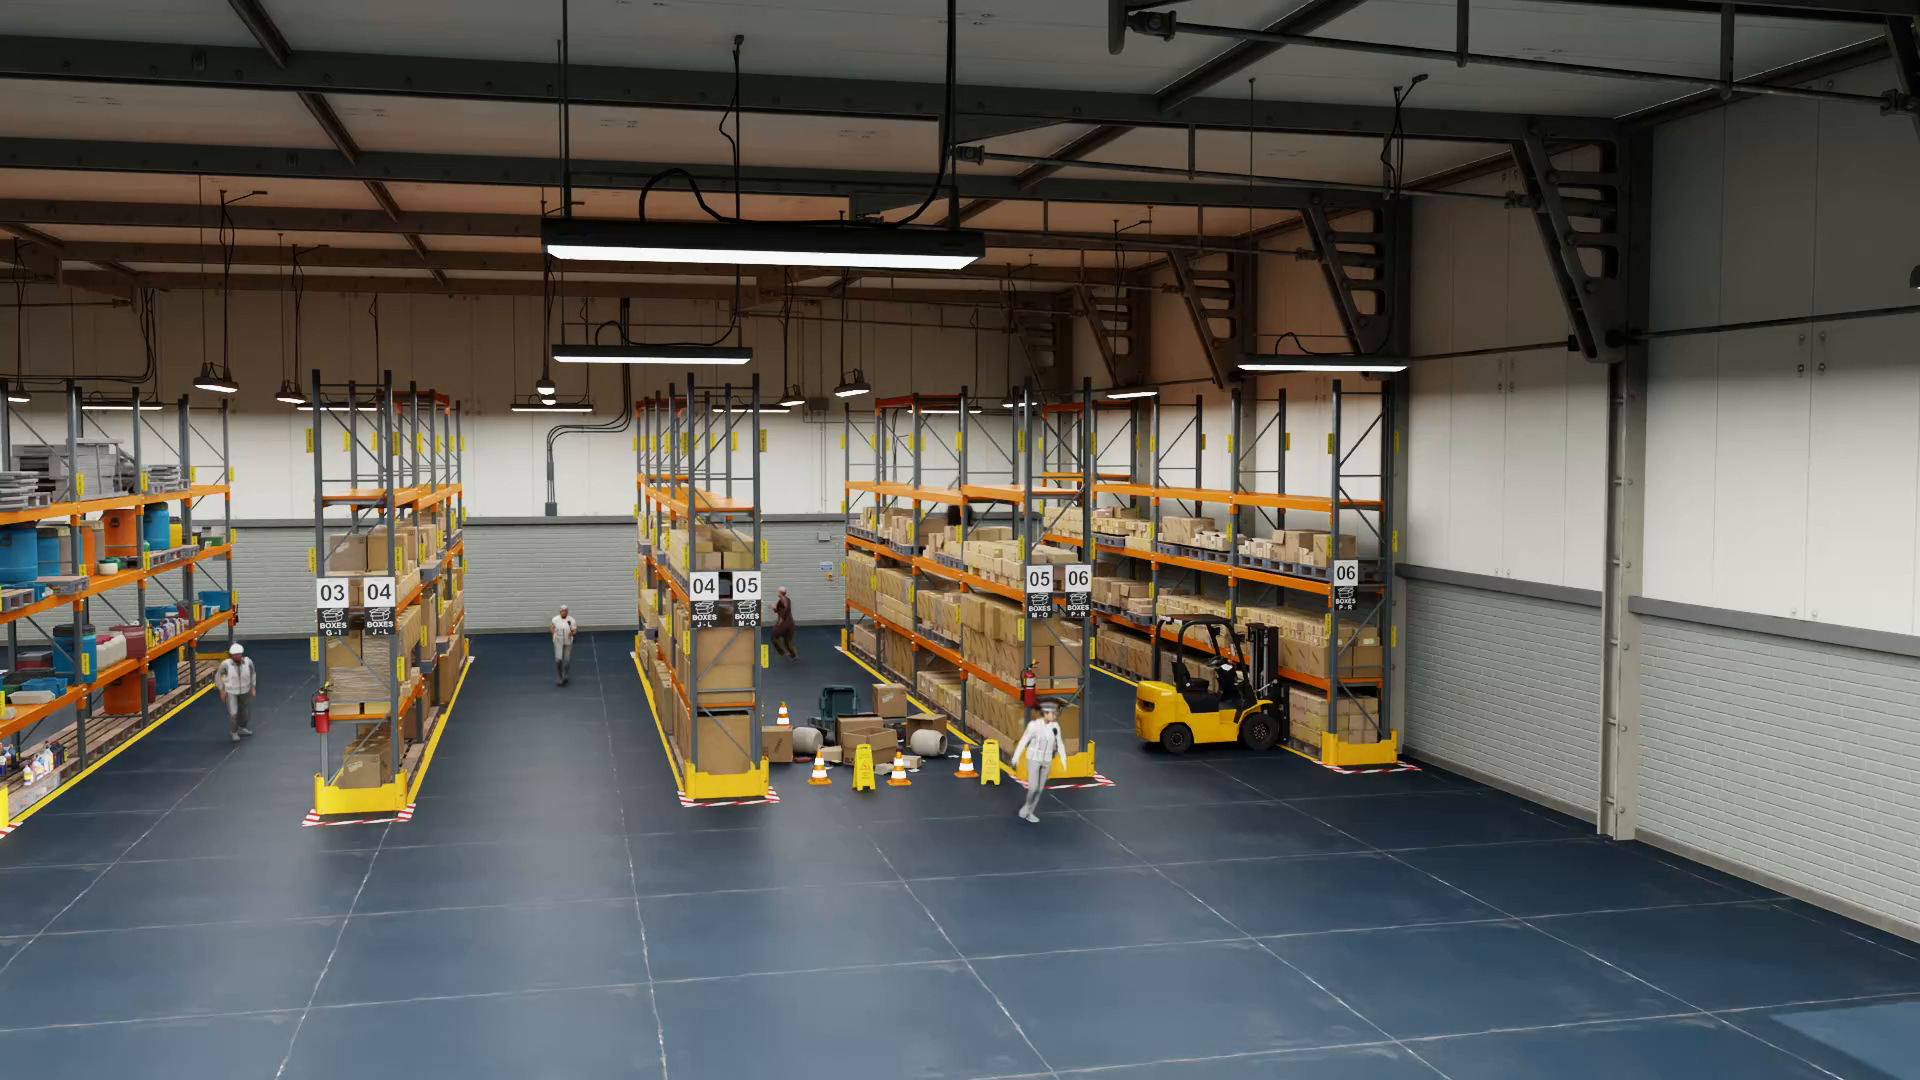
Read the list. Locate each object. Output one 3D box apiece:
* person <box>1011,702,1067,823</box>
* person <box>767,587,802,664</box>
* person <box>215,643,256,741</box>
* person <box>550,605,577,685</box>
[{"bbox_3d":[1.066,2.930,21.919,0.623,1.624,0.568,-2,4,-26],"label":"person"},{"bbox_3d":[-4.014,1.958,38.127,0.918,1.744,0.642,2,4,29],"label":"person"},{"bbox_3d":[-12.230,2.546,28.084,0.693,1.664,0.844,-3,5,-44],"label":"person"},{"bbox_3d":[-8.290,2.187,34.791,0.522,1.683,0.797,-1,3,-19],"label":"person"}]
